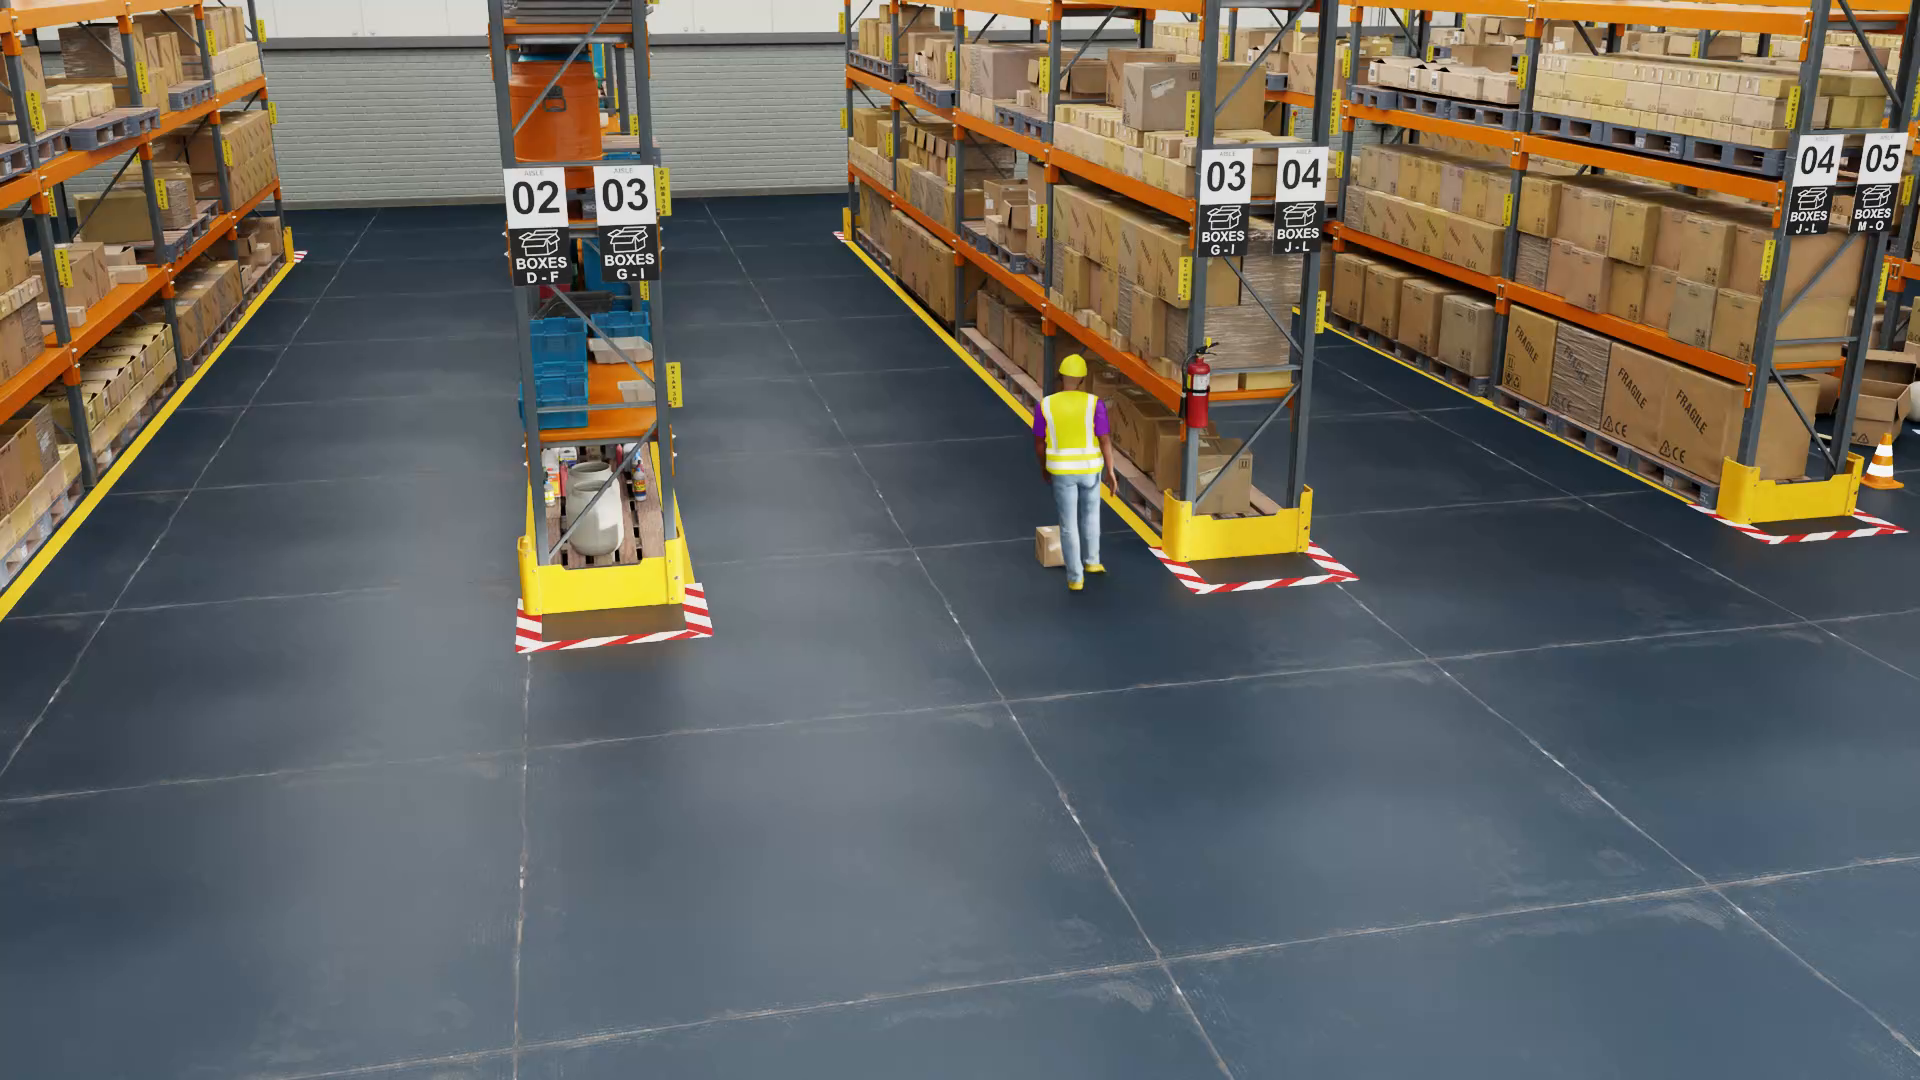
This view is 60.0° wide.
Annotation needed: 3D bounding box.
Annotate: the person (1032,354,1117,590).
[{"bbox_3d":[0.854,-0.525,12.519,0.627,1.789,0.641,0,19,1],"label":"person"}]
